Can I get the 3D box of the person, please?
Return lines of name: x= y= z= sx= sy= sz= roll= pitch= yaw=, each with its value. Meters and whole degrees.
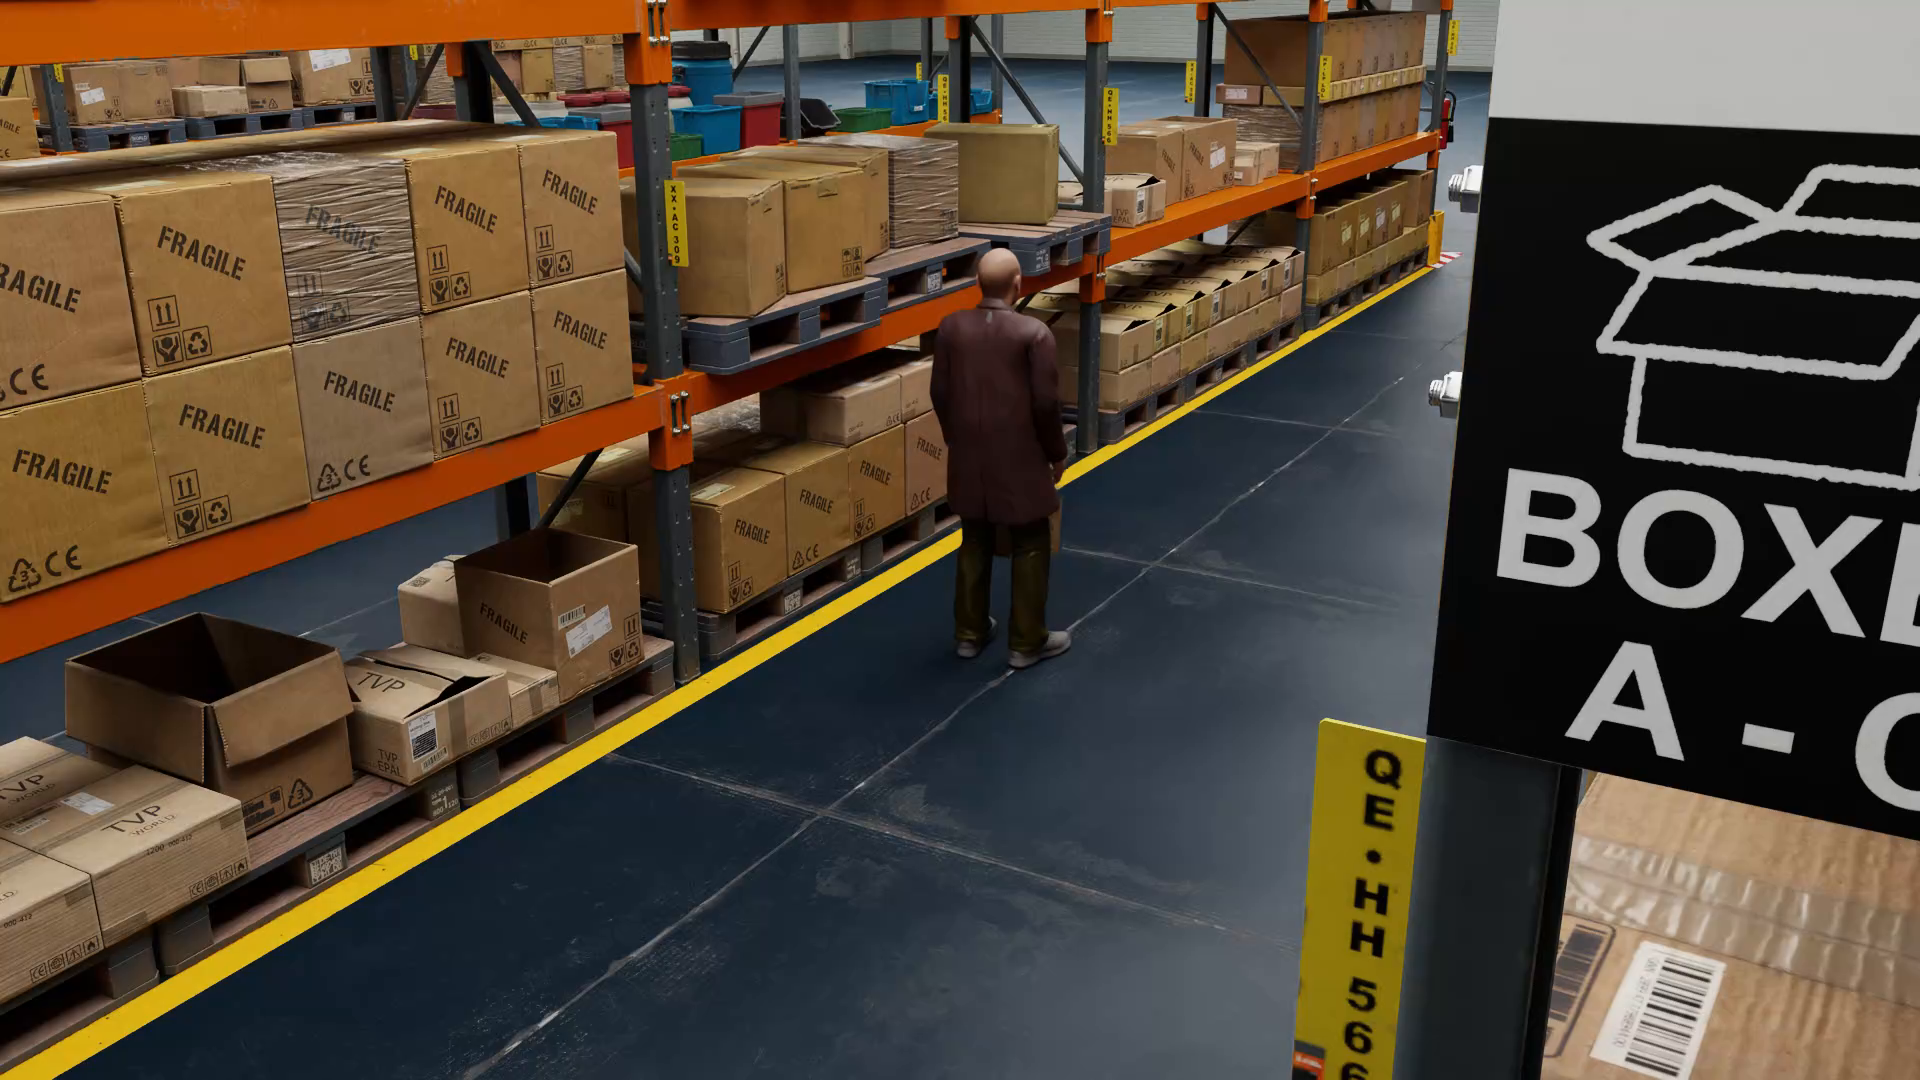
person: x=0.169 y=-0.347 z=7.086 sx=0.591 sy=1.777 sz=0.424 roll=10 pitch=21 yaw=26
